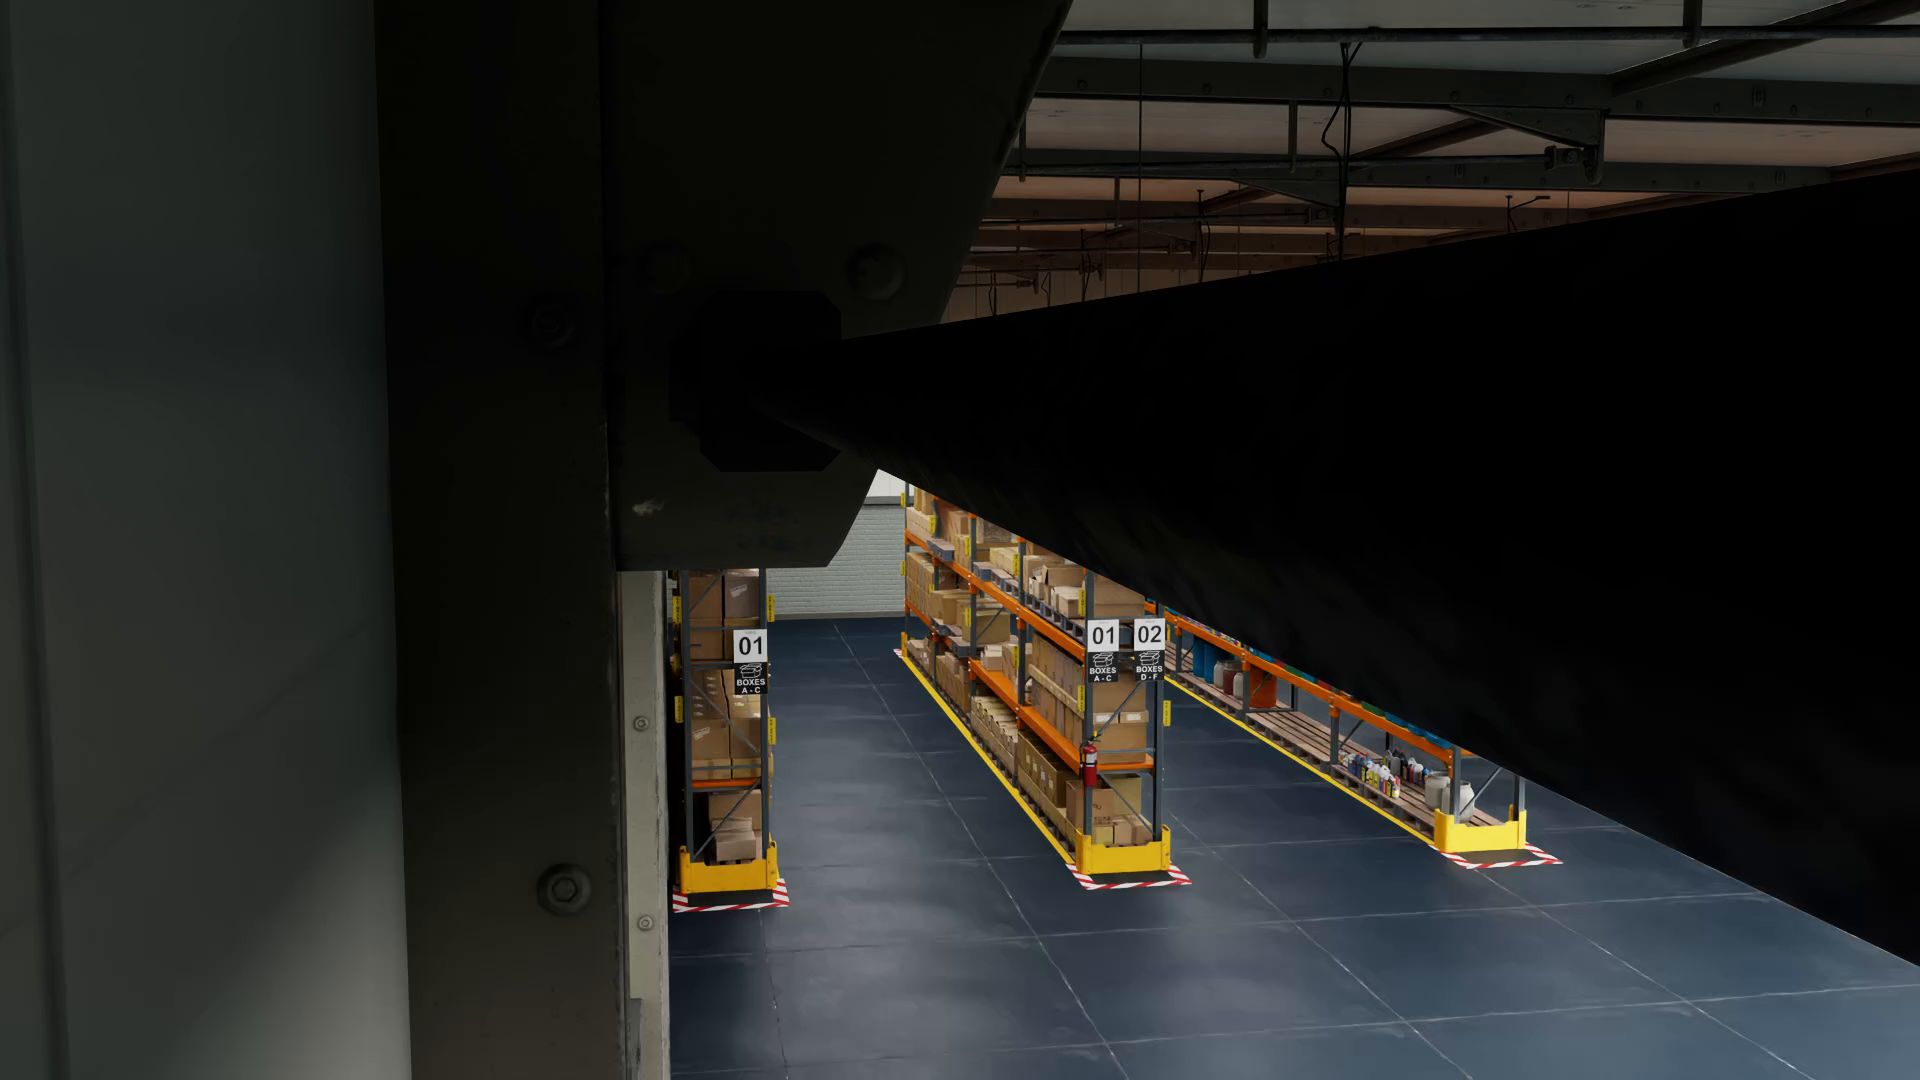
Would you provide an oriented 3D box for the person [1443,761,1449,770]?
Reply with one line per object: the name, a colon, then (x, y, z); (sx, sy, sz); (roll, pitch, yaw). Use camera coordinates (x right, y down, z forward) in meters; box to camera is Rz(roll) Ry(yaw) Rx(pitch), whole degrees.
person: (7.728, 2.777, 26.043); (0.562, 1.874, 0.601); (-2, 6, -16)
